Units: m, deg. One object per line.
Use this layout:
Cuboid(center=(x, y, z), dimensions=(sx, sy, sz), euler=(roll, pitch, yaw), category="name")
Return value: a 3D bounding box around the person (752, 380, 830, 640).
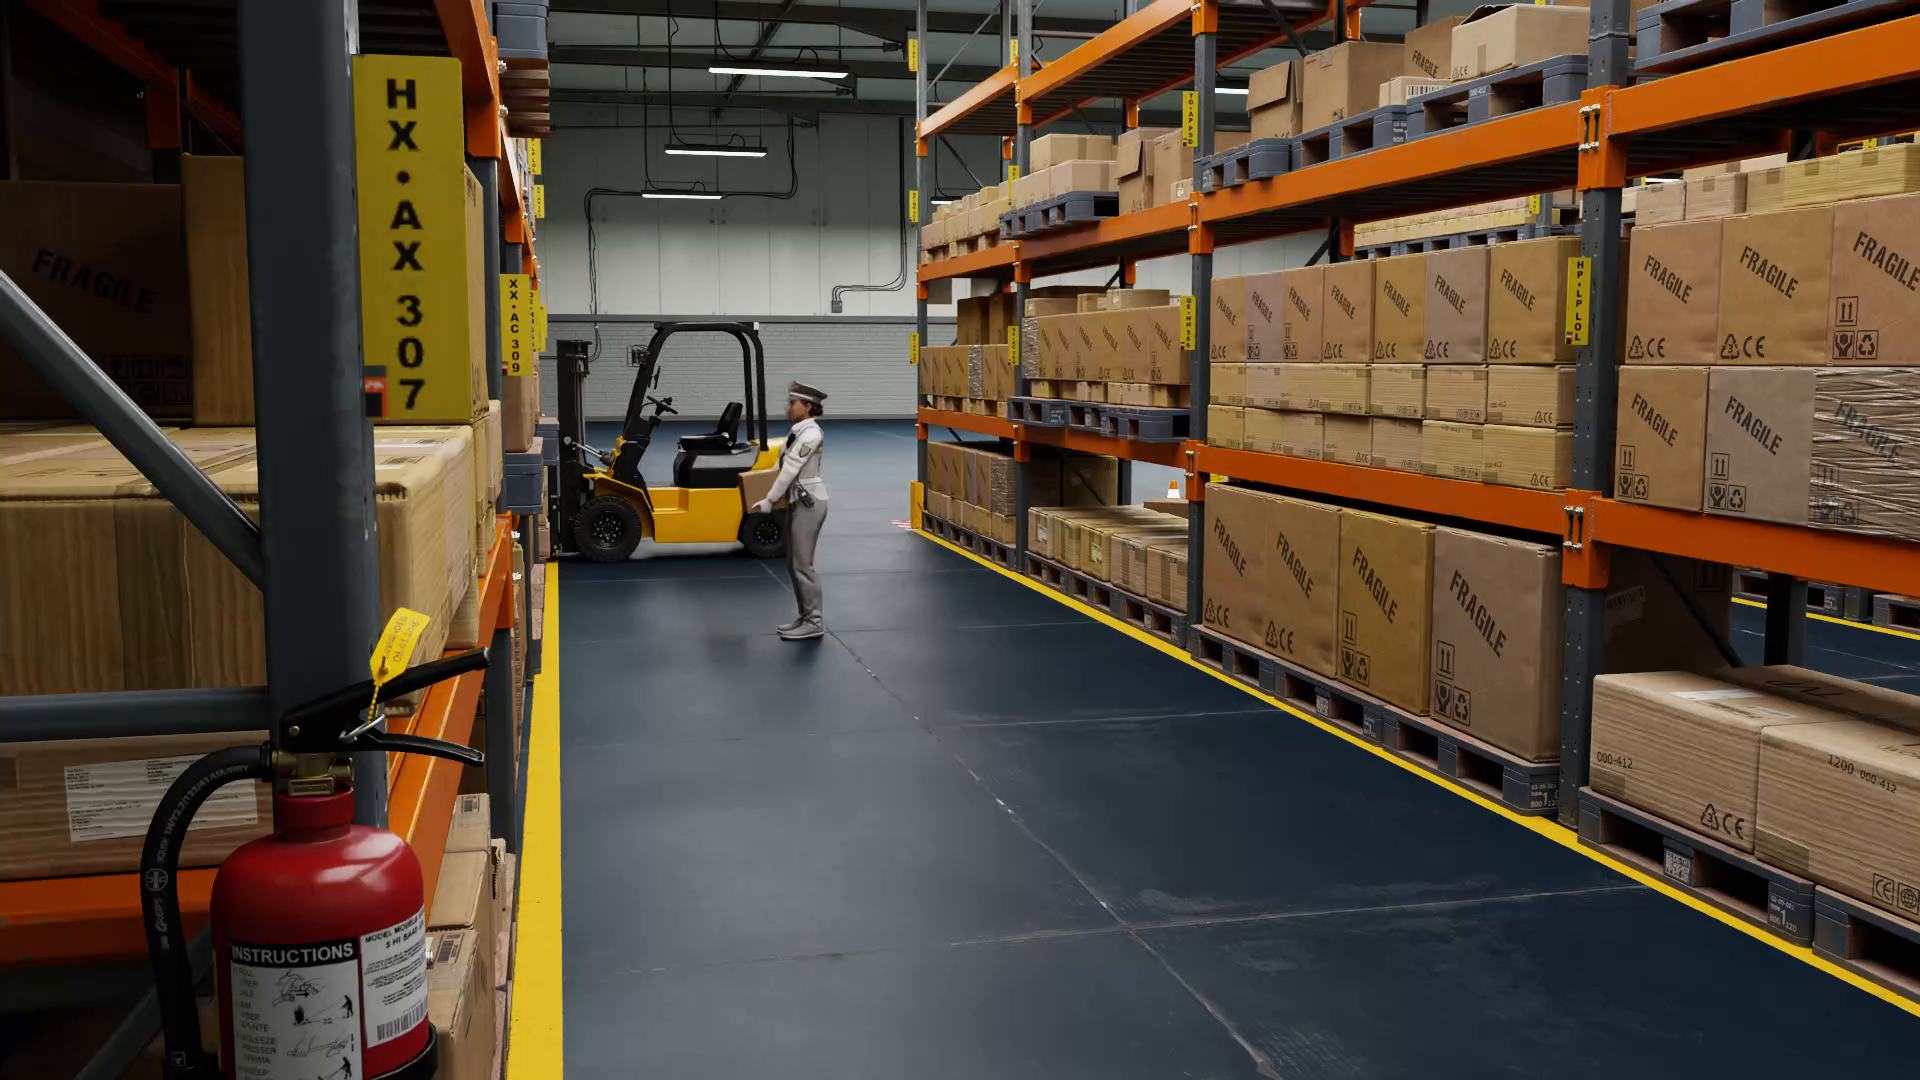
Cuboid(center=(-1.123, -0.199, 10.915), dimensions=(0.517, 1.691, 0.416), euler=(-2, 6, -15), category="person")
